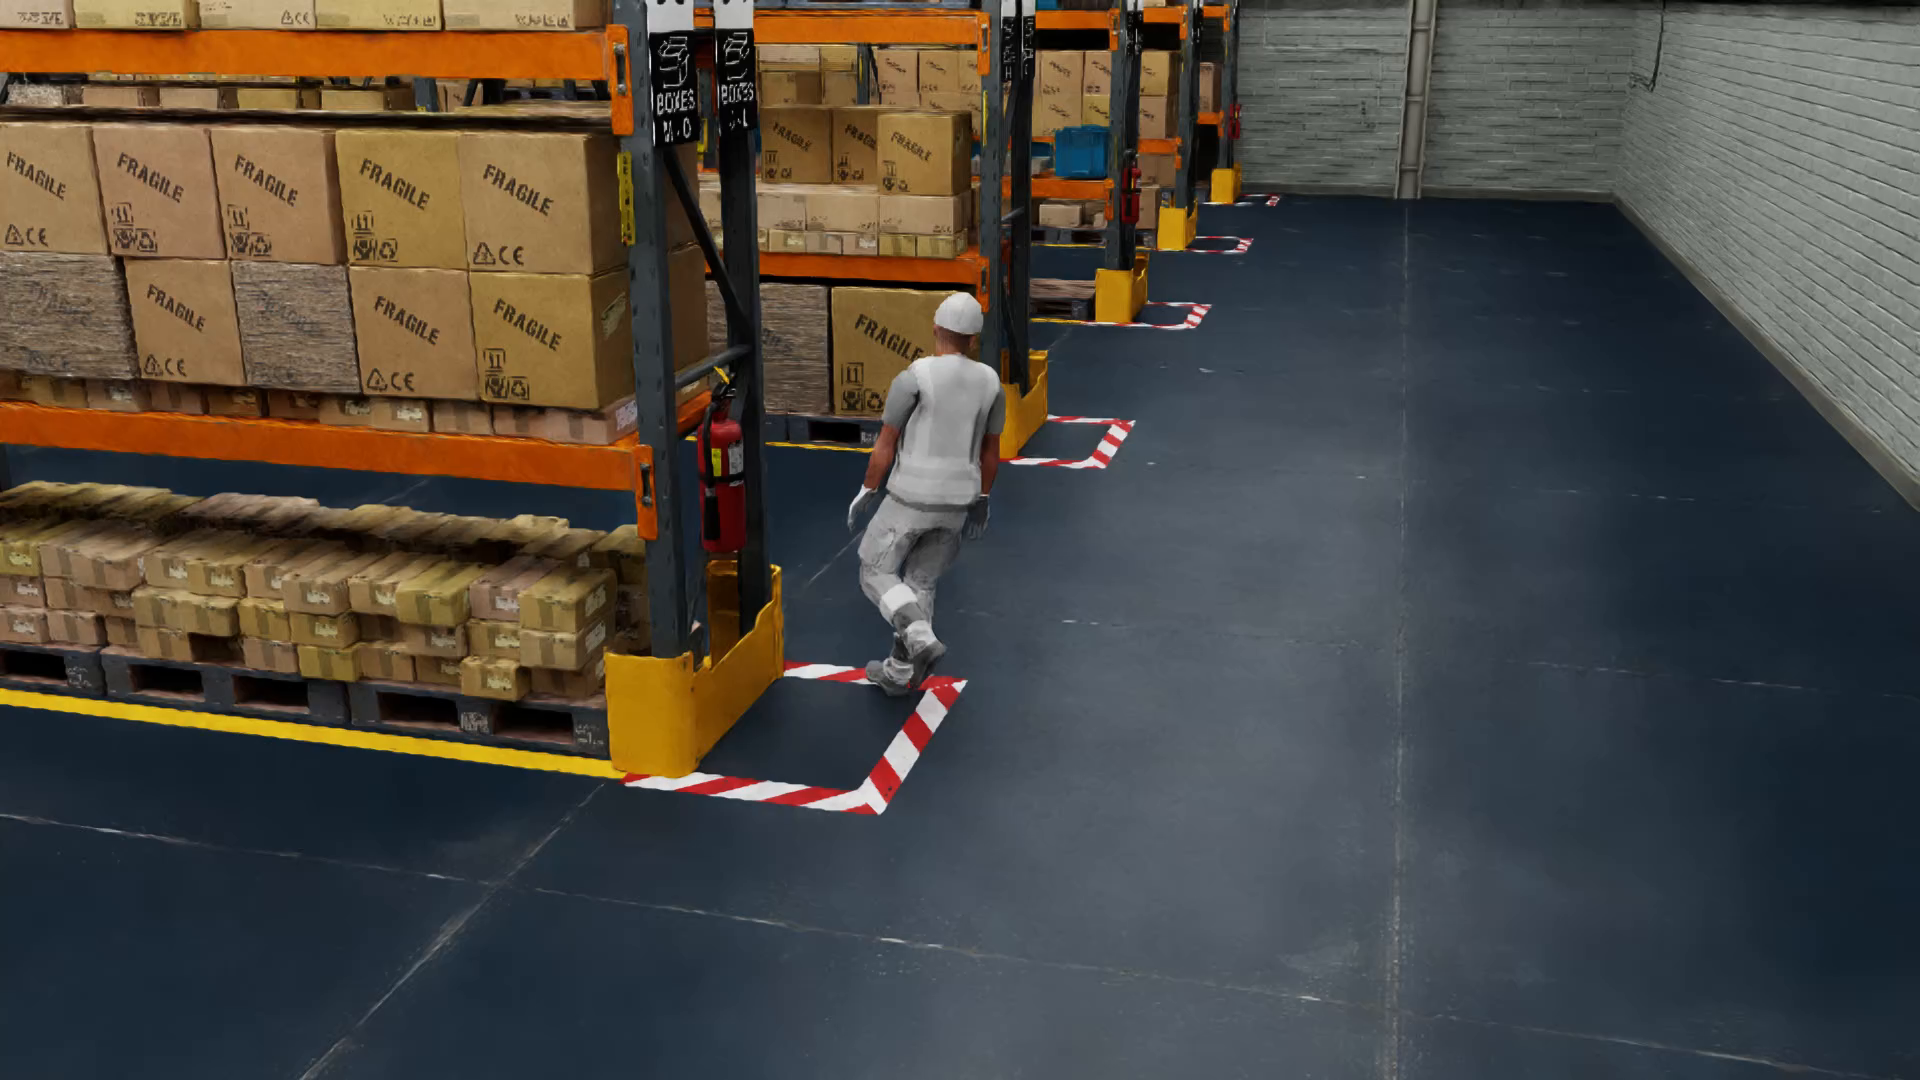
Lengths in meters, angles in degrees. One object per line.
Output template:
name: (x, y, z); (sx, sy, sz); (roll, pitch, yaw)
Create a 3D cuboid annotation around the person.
person: (-0.124, -0.153, 7.012); (0.684, 1.762, 0.683); (-9, 20, -26)
